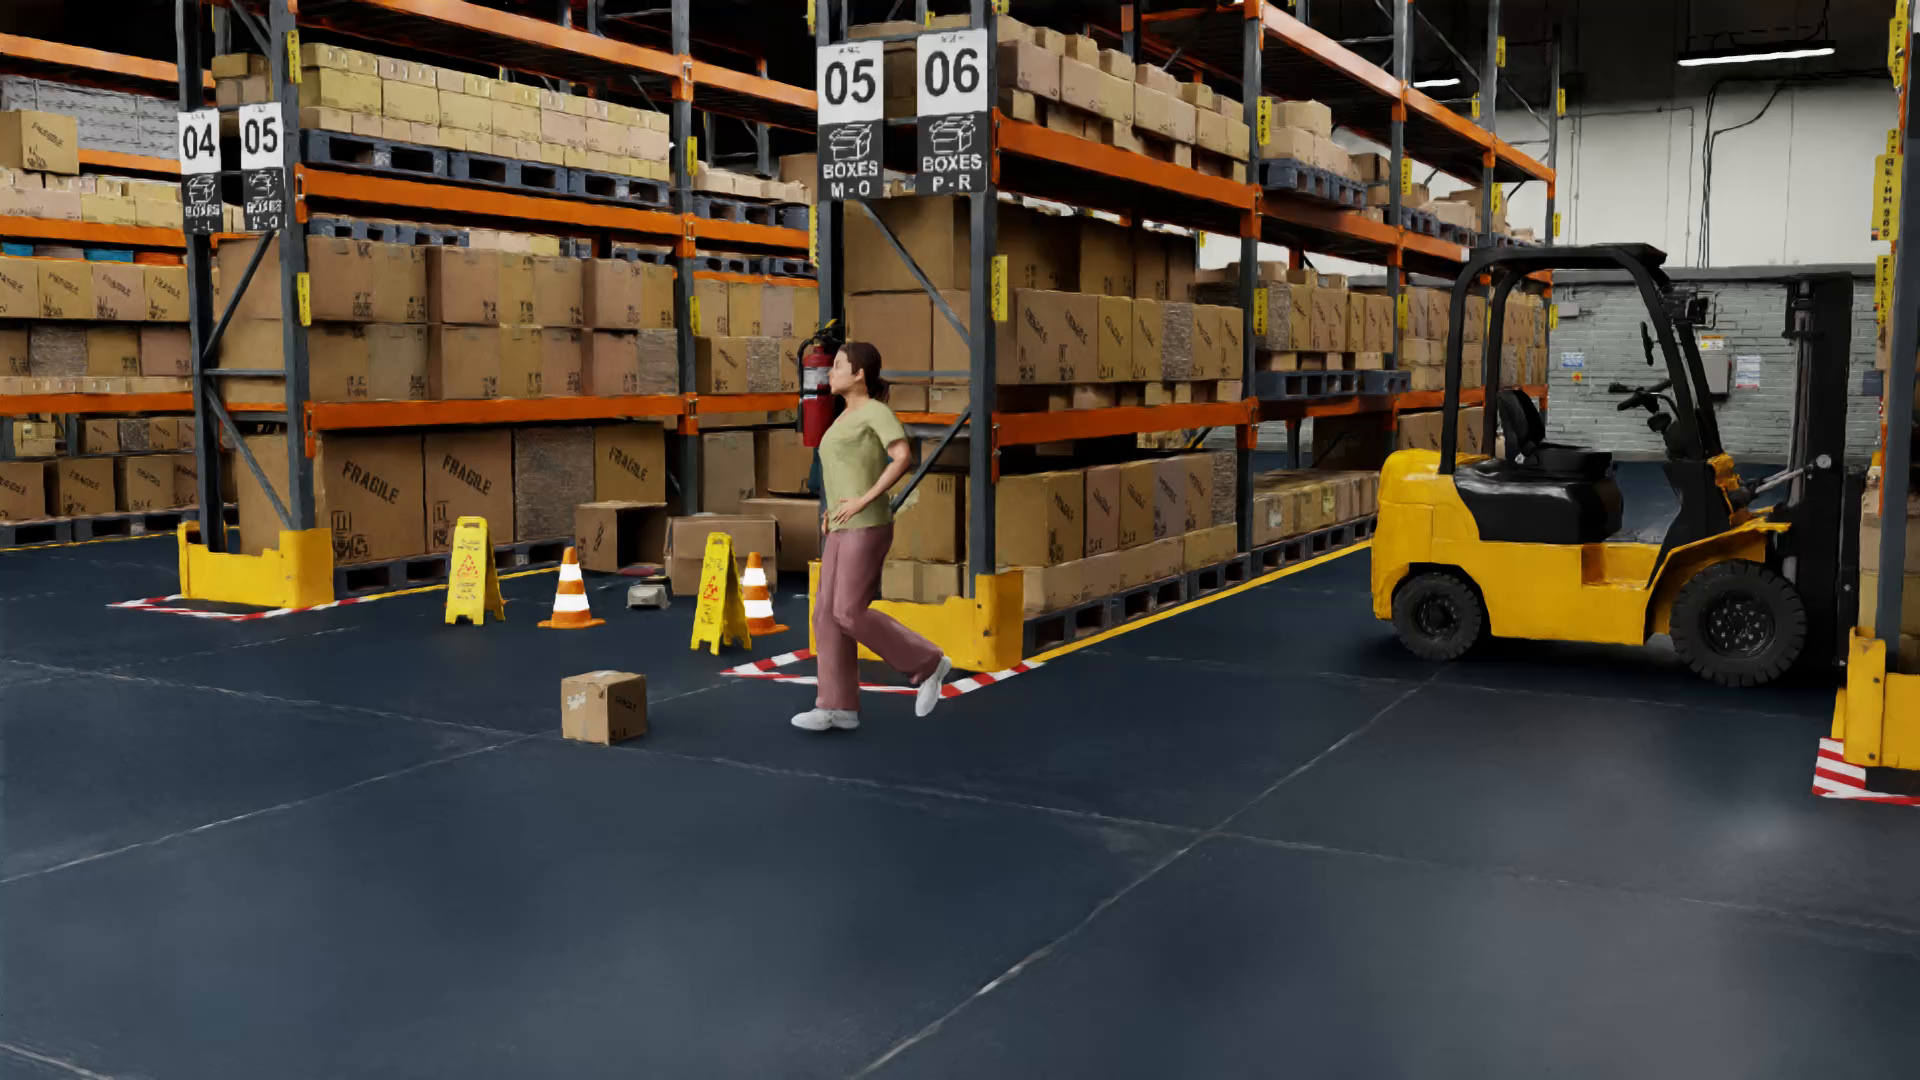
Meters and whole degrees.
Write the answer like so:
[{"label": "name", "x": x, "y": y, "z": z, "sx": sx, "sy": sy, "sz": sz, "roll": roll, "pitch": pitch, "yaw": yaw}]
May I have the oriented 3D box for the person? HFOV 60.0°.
[{"label": "person", "x": -0.426, "y": -0.030, "z": 7.182, "sx": 0.712, "sy": 1.644, "sz": 0.600, "roll": -2, "pitch": 6, "yaw": -21}]
